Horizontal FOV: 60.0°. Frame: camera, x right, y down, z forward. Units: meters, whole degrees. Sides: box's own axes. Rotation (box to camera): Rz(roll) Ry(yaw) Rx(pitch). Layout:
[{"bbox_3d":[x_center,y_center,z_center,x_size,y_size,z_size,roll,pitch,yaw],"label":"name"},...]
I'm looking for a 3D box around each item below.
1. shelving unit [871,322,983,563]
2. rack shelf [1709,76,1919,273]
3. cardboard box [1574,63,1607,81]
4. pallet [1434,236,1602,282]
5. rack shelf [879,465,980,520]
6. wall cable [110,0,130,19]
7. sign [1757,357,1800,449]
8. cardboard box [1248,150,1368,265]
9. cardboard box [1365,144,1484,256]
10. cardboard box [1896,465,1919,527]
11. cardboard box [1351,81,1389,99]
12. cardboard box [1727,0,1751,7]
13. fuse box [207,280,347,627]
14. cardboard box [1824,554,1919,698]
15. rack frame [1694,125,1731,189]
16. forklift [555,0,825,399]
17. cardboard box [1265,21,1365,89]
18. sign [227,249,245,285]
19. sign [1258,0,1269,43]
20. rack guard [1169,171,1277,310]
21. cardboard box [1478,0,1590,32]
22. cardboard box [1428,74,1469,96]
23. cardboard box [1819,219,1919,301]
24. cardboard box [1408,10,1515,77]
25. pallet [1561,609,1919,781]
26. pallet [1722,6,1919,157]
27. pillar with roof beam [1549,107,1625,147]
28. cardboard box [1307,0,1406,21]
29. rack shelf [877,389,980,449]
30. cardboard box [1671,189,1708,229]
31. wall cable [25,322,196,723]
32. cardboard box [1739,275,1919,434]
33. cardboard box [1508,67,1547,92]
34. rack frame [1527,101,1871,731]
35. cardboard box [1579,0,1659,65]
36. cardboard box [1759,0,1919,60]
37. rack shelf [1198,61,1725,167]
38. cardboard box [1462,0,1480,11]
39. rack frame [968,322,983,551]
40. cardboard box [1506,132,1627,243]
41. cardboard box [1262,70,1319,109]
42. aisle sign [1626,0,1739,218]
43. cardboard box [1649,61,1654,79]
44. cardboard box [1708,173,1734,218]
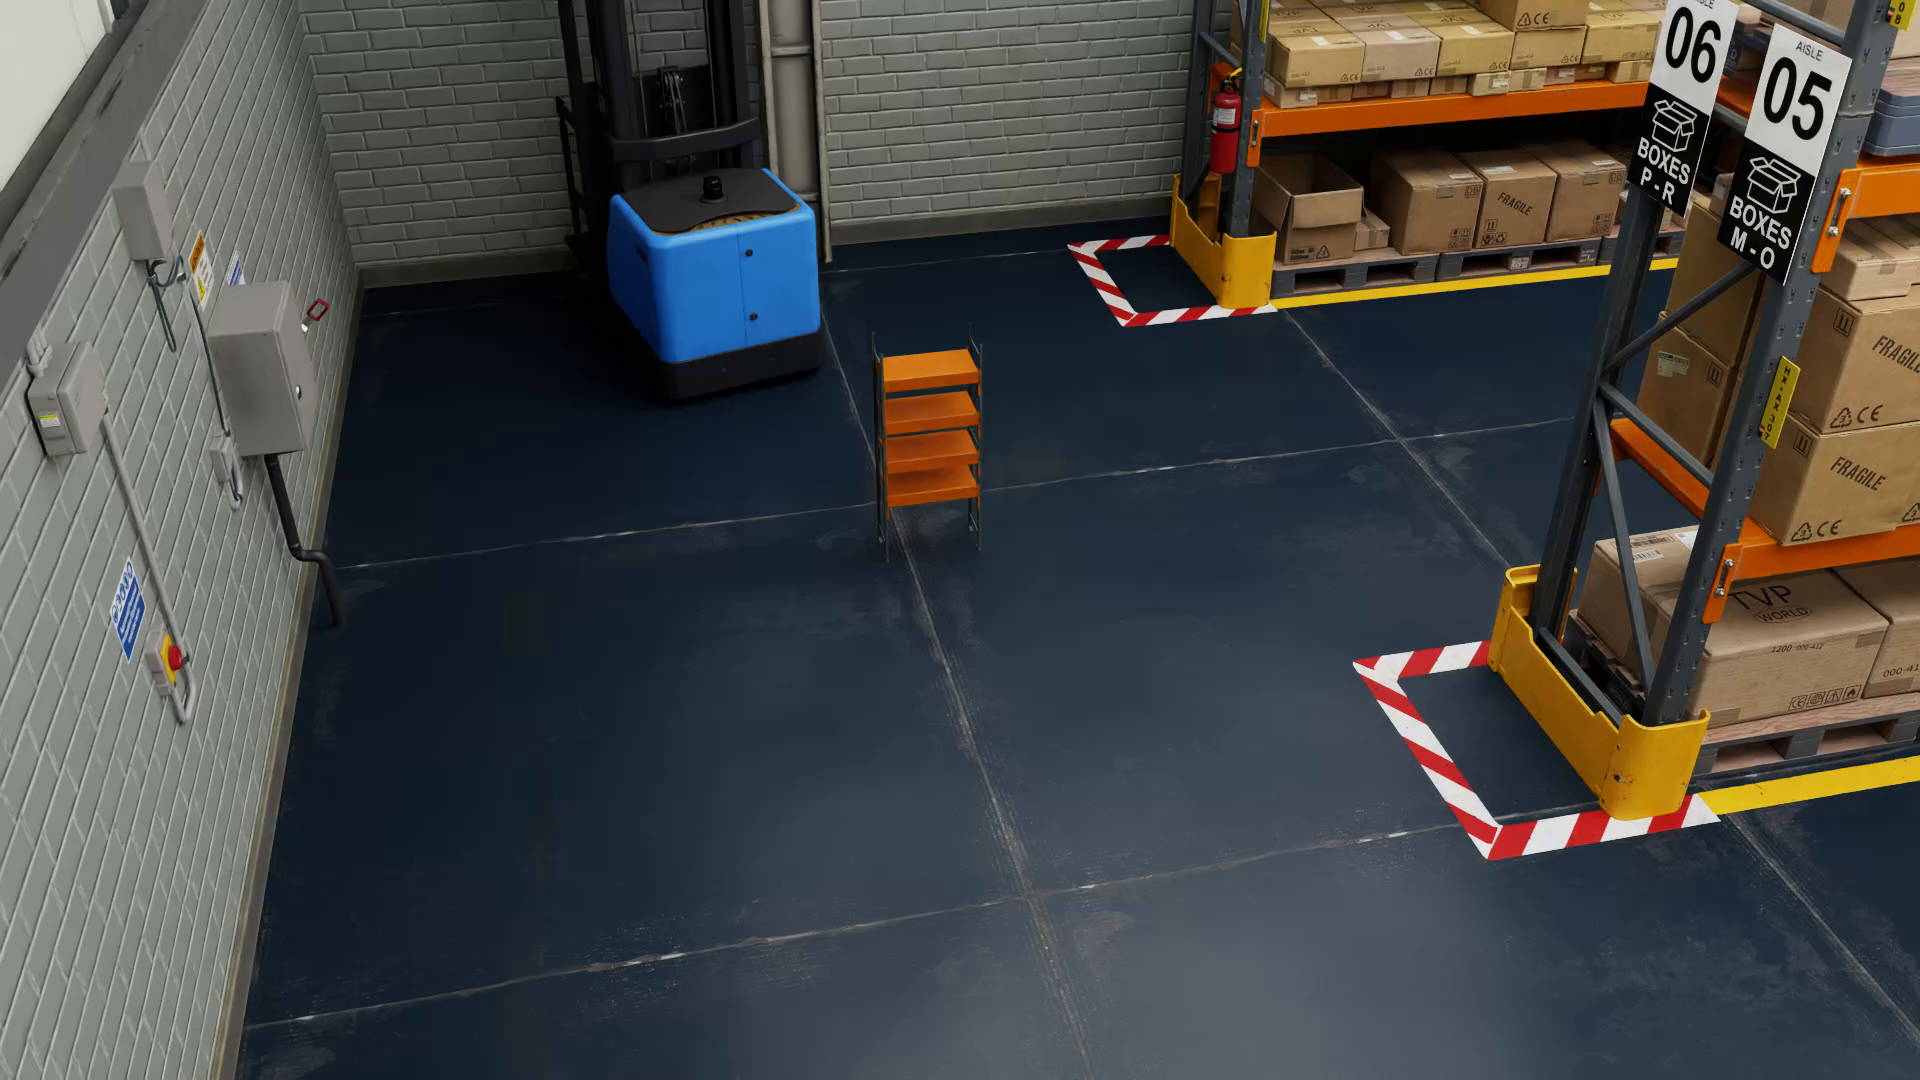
[{"bbox_3d":[-0.161,-0.478,8.385,0.503,1.200,0.258,-7,35,-11],"label":"shelving unit"},{"bbox_3d":[4.757,-1.592,6.384,4.000,0.370,1.077,-7,35,-11],"label":"rack shelf"},{"bbox_3d":[4.075,-3.183,11.027,0.250,0.149,0.380,-7,34,-10],"label":"cardboard box"},{"bbox_3d":[3.747,-2.194,11.830,1.213,0.211,1.003,-7,35,-11],"label":"pallet"},{"bbox_3d":[-0.161,-0.257,8.533,0.480,0.148,0.258,-7,35,-11],"label":"rack shelf"},{"bbox_3d":[-3.421,-3.981,6.573,0.133,3.039,2.988,-7,35,-11],"label":"wall cable"},{"bbox_3d":[2.923,-0.489,5.939,0.005,0.325,0.100,-7,35,-11],"label":"sign"},{"bbox_3d":[2.325,-2.258,11.286,0.637,0.503,0.797,-9,35,-12],"label":"cardboard box"},{"bbox_3d":[3.167,-2.340,11.412,0.500,0.500,0.700,-6,34,-9],"label":"cardboard box"},{"bbox_3d":[3.825,-0.421,6.595,0.500,0.500,0.500,-8,35,-11],"label":"cardboard box"},{"bbox_3d":[2.575,-2.991,10.740,0.250,0.149,0.380,-8,35,-11],"label":"cardboard box"},{"bbox_3d":[5.166,-3.454,11.073,0.500,0.250,0.500,-6,34,-9],"label":"cardboard box"},{"bbox_3d":[-3.010,-0.318,7.688,0.414,1.711,0.539,-7,35,-11],"label":"fuse box"},{"bbox_3d":[4.319,0.238,7.626,0.875,0.438,0.875,-6,34,-9],"label":"cardboard box"},{"bbox_3d":[5.609,-3.588,11.405,0.127,3.000,1.000,-7,35,-11],"label":"rack frame"},{"bbox_3d":[-1.954,-2.854,10.373,1.130,2.935,3.031,-16,37,-22],"label":"forklift"},{"bbox_3d":[2.209,-3.067,10.496,0.500,0.250,0.500,-7,34,-10],"label":"cardboard box"},{"bbox_3d":[-3.321,-1.056,7.717,0.001,0.494,0.329,-7,35,-11],"label":"sign"},{"bbox_3d":[1.827,-3.161,9.991,0.005,0.325,0.100,-7,35,-11],"label":"sign"},{"bbox_3d":[1.782,-2.068,11.382,0.348,0.500,1.175,-7,35,-11],"label":"rack guard"},{"bbox_3d":[3.672,-3.563,10.562,0.500,0.500,0.500,-6,34,-9],"label":"cardboard box"},{"bbox_3d":[3.093,-3.024,10.790,0.250,0.149,0.380,-7,34,-10],"label":"cardboard box"},{"bbox_3d":[3.213,-1.018,6.006,0.250,0.149,0.380,-6,34,-10],"label":"cardboard box"},{"bbox_3d":[3.195,-3.193,10.684,0.500,0.250,0.500,-8,35,-11],"label":"cardboard box"},{"bbox_3d":[3.569,0.618,7.640,1.213,0.211,1.003,-7,35,-11],"label":"pallet"},{"bbox_3d":[3.527,-1.705,5.986,1.213,0.211,1.003,-7,35,-11],"label":"pallet"},{"bbox_3d":[5.681,-4.144,6.849,0.400,9.000,9.100,-7,35,-11],"label":"pillar with roof beam"},{"bbox_3d":[2.601,-3.421,11.024,0.500,0.250,0.500,-7,35,-10],"label":"cardboard box"},{"bbox_3d":[-0.161,-0.608,8.298,0.480,0.148,0.258,-7,35,-11],"label":"rack shelf"},{"bbox_3d":[5.130,-2.350,11.742,0.250,0.149,0.380,-8,35,-12],"label":"cardboard box"},{"bbox_3d":[-2.688,-0.128,5.309,0.123,1.953,0.585,-7,35,-11],"label":"wall cable"},{"bbox_3d":[3.337,-0.760,6.203,0.500,0.500,0.500,-8,35,-12],"label":"cardboard box"},{"bbox_3d":[3.608,-3.058,10.841,0.250,0.149,0.380,-6,34,-9],"label":"cardboard box"},{"bbox_3d":[2.806,-0.399,6.653,0.127,3.000,1.000,-7,35,-11],"label":"rack frame"},{"bbox_3d":[4.191,-3.330,10.888,0.500,0.250,0.500,-7,35,-11],"label":"cardboard box"},{"bbox_3d":[3.225,-1.902,5.869,0.500,0.250,0.500,-10,35,-15],"label":"cardboard box"},{"bbox_3d":[3.658,-3.043,11.239,4.000,0.370,1.077,-7,35,-11],"label":"rack shelf"},{"bbox_3d":[3.595,-3.543,11.206,0.500,0.250,0.500,-7,35,-11],"label":"cardboard box"},{"bbox_3d":[0.077,-0.508,8.430,0.015,1.200,0.240,-7,35,-11],"label":"rack frame"},{"bbox_3d":[4.180,-2.468,11.602,0.500,0.500,0.700,-8,35,-12],"label":"cardboard box"},{"bbox_3d":[2.089,-2.883,10.580,0.250,0.149,0.380,-7,35,-11],"label":"cardboard box"},{"bbox_3d":[2.668,-1.638,6.166,0.004,0.787,0.394,-7,35,-11],"label":"aisle sign"},{"bbox_3d":[4.595,-3.201,11.053,0.250,0.149,0.380,-6,34,-9],"label":"cardboard box"},{"bbox_3d":[3.112,-1.278,6.393,0.250,0.149,0.380,-7,34,-10],"label":"cardboard box"}]
